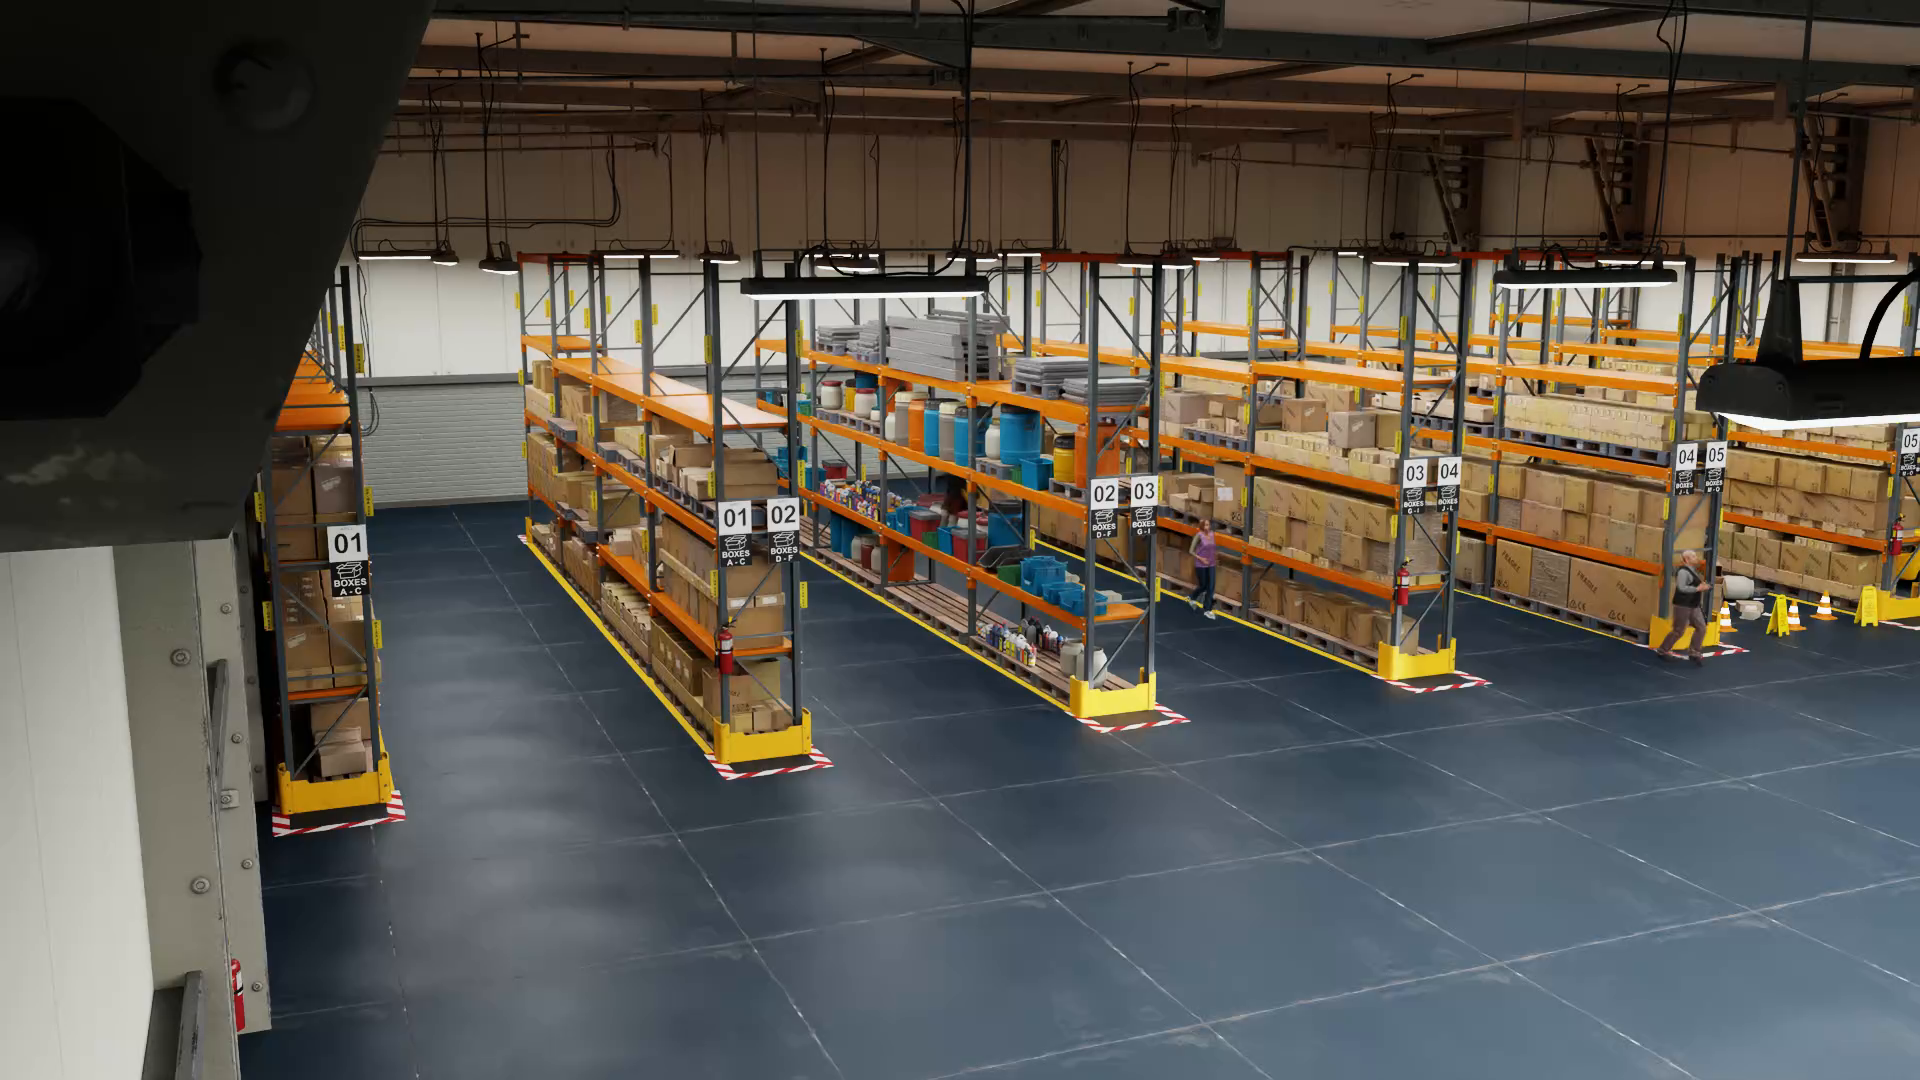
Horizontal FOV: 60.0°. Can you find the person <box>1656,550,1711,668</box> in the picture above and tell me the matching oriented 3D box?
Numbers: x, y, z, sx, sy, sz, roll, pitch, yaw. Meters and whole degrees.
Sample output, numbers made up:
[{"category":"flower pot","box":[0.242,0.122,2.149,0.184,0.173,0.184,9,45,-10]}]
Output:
[{"category":"person","box":[10.752,1.034,24.651,0.686,1.791,0.655,9,14,41]}]

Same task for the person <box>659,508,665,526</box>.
[{"category":"person","box":[-6.355,-0.736,34.420,0.505,1.726,0.770,-6,12,-30]}]

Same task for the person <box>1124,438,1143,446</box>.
[{"category":"person","box":[4.152,-1.899,40.825,0.692,1.648,0.925,8,13,36]}]

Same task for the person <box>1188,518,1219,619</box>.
[{"category":"person","box":[3.926,0.435,26.715,0.547,1.593,0.678,-5,12,-26]}]
